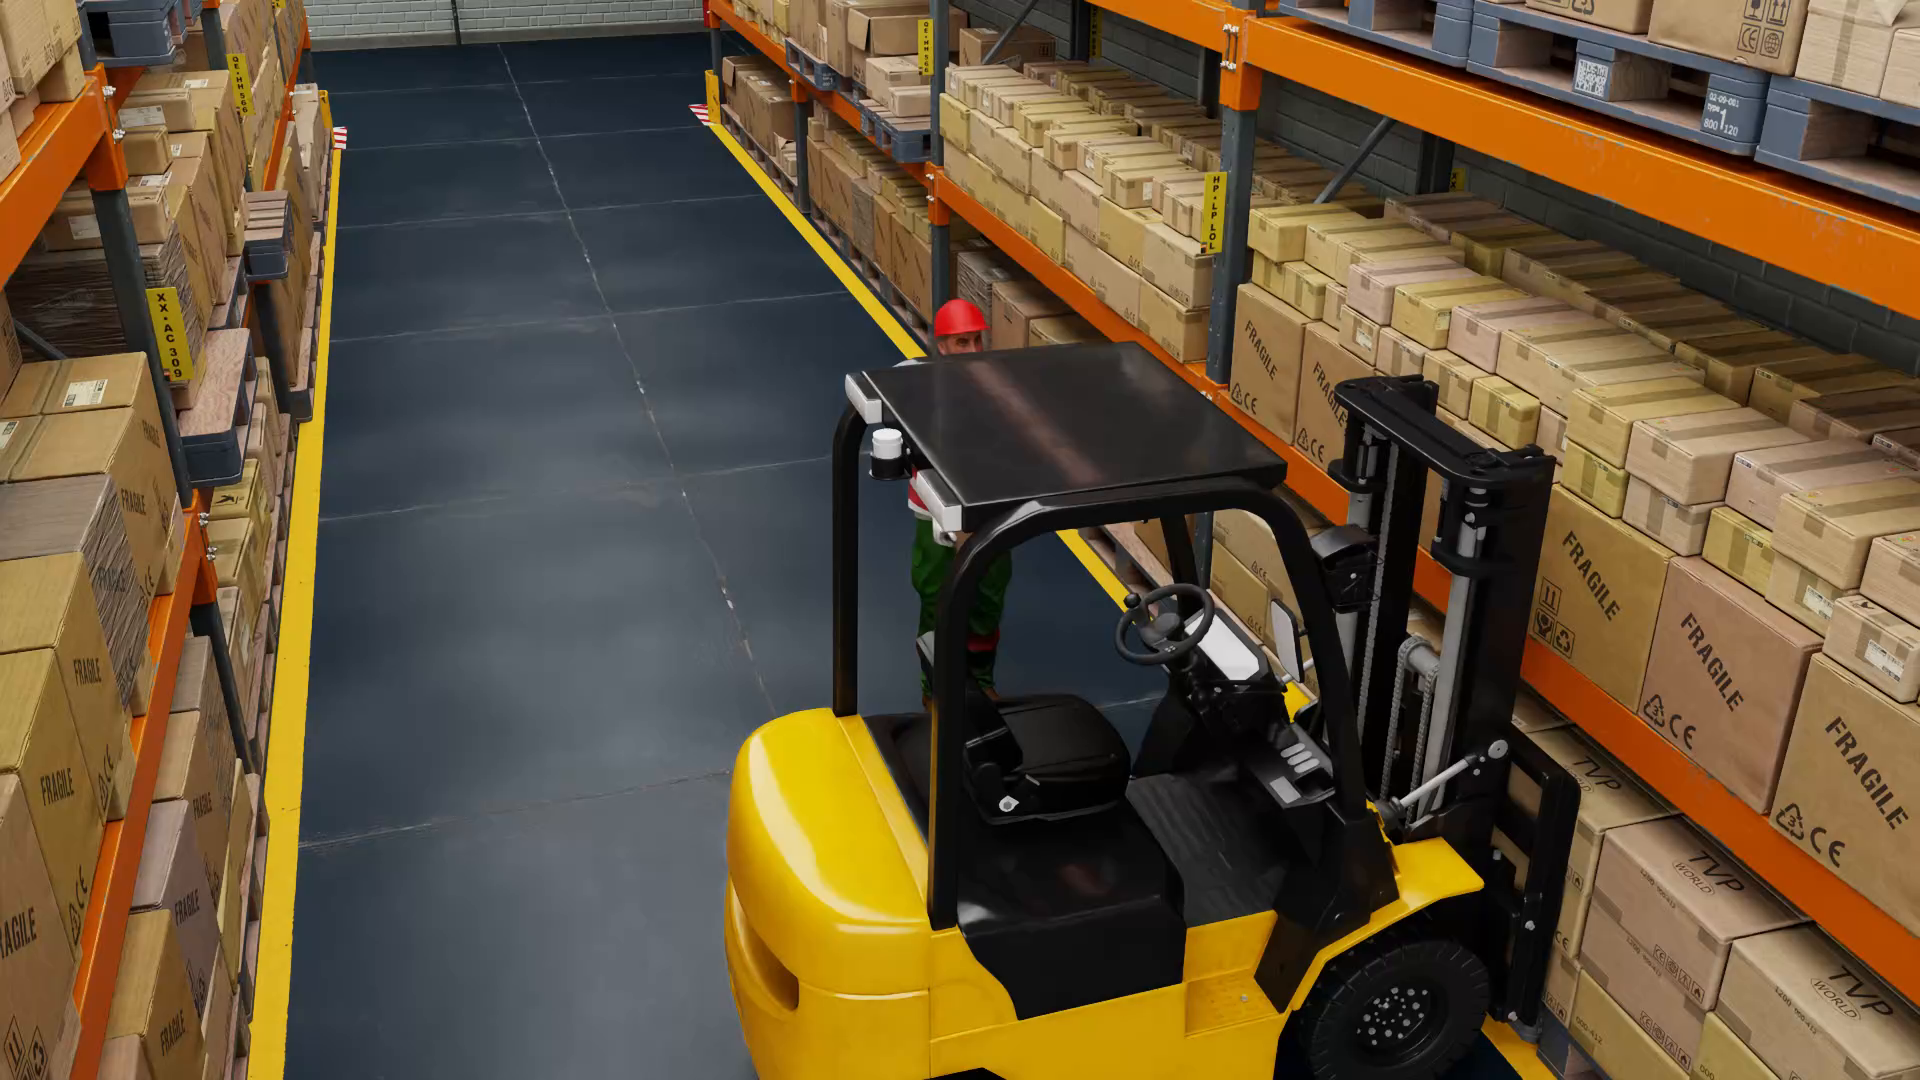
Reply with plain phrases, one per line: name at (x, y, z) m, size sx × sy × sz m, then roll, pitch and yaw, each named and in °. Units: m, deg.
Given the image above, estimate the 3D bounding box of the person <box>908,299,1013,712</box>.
person at (0.038, -0.069, 6.730) m, size 0.495 × 1.785 × 0.561 m, roll -8°, pitch 27°, yaw -16°
